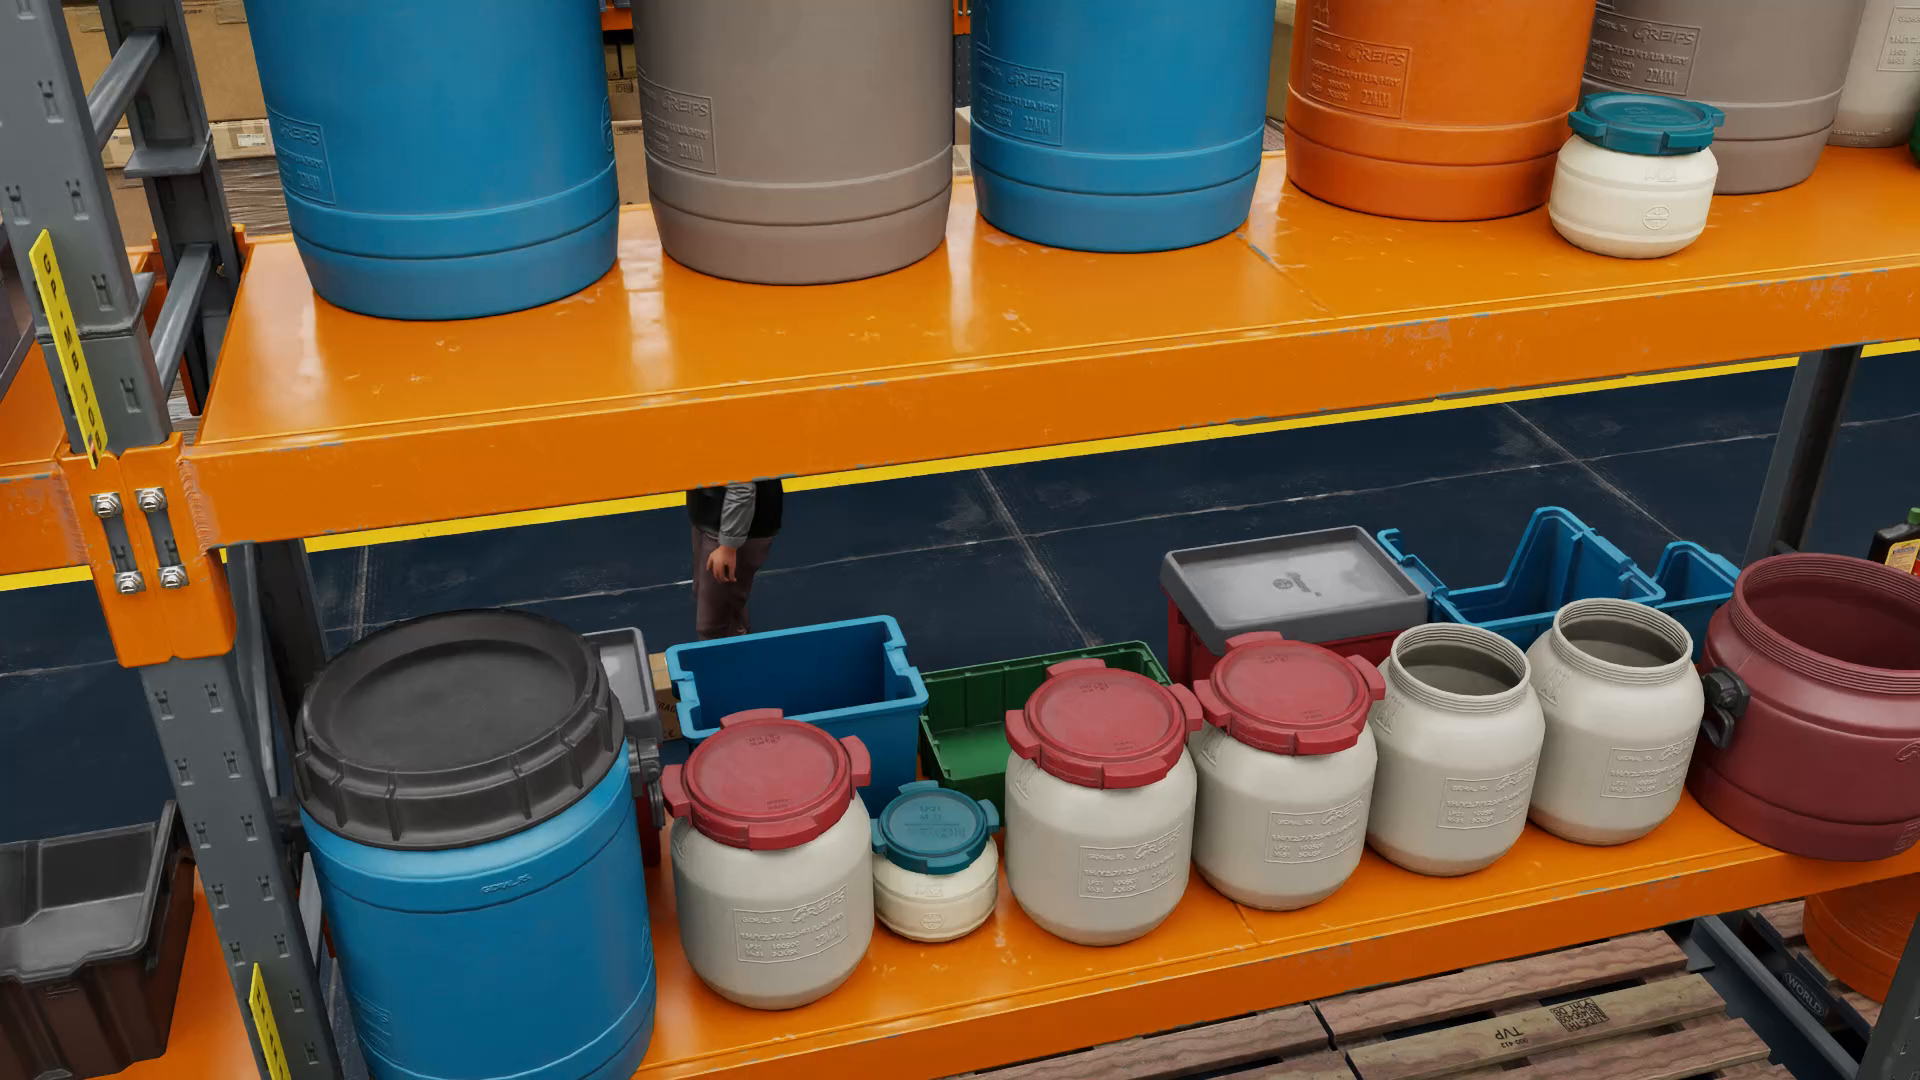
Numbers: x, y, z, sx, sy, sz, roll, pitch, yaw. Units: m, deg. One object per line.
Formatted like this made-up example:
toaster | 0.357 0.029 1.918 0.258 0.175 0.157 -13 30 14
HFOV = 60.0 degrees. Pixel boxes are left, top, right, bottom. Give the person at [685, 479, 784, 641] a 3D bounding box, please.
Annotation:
person | -0.900 -0.064 6.264 0.472 1.720 0.579 -9 31 -15
